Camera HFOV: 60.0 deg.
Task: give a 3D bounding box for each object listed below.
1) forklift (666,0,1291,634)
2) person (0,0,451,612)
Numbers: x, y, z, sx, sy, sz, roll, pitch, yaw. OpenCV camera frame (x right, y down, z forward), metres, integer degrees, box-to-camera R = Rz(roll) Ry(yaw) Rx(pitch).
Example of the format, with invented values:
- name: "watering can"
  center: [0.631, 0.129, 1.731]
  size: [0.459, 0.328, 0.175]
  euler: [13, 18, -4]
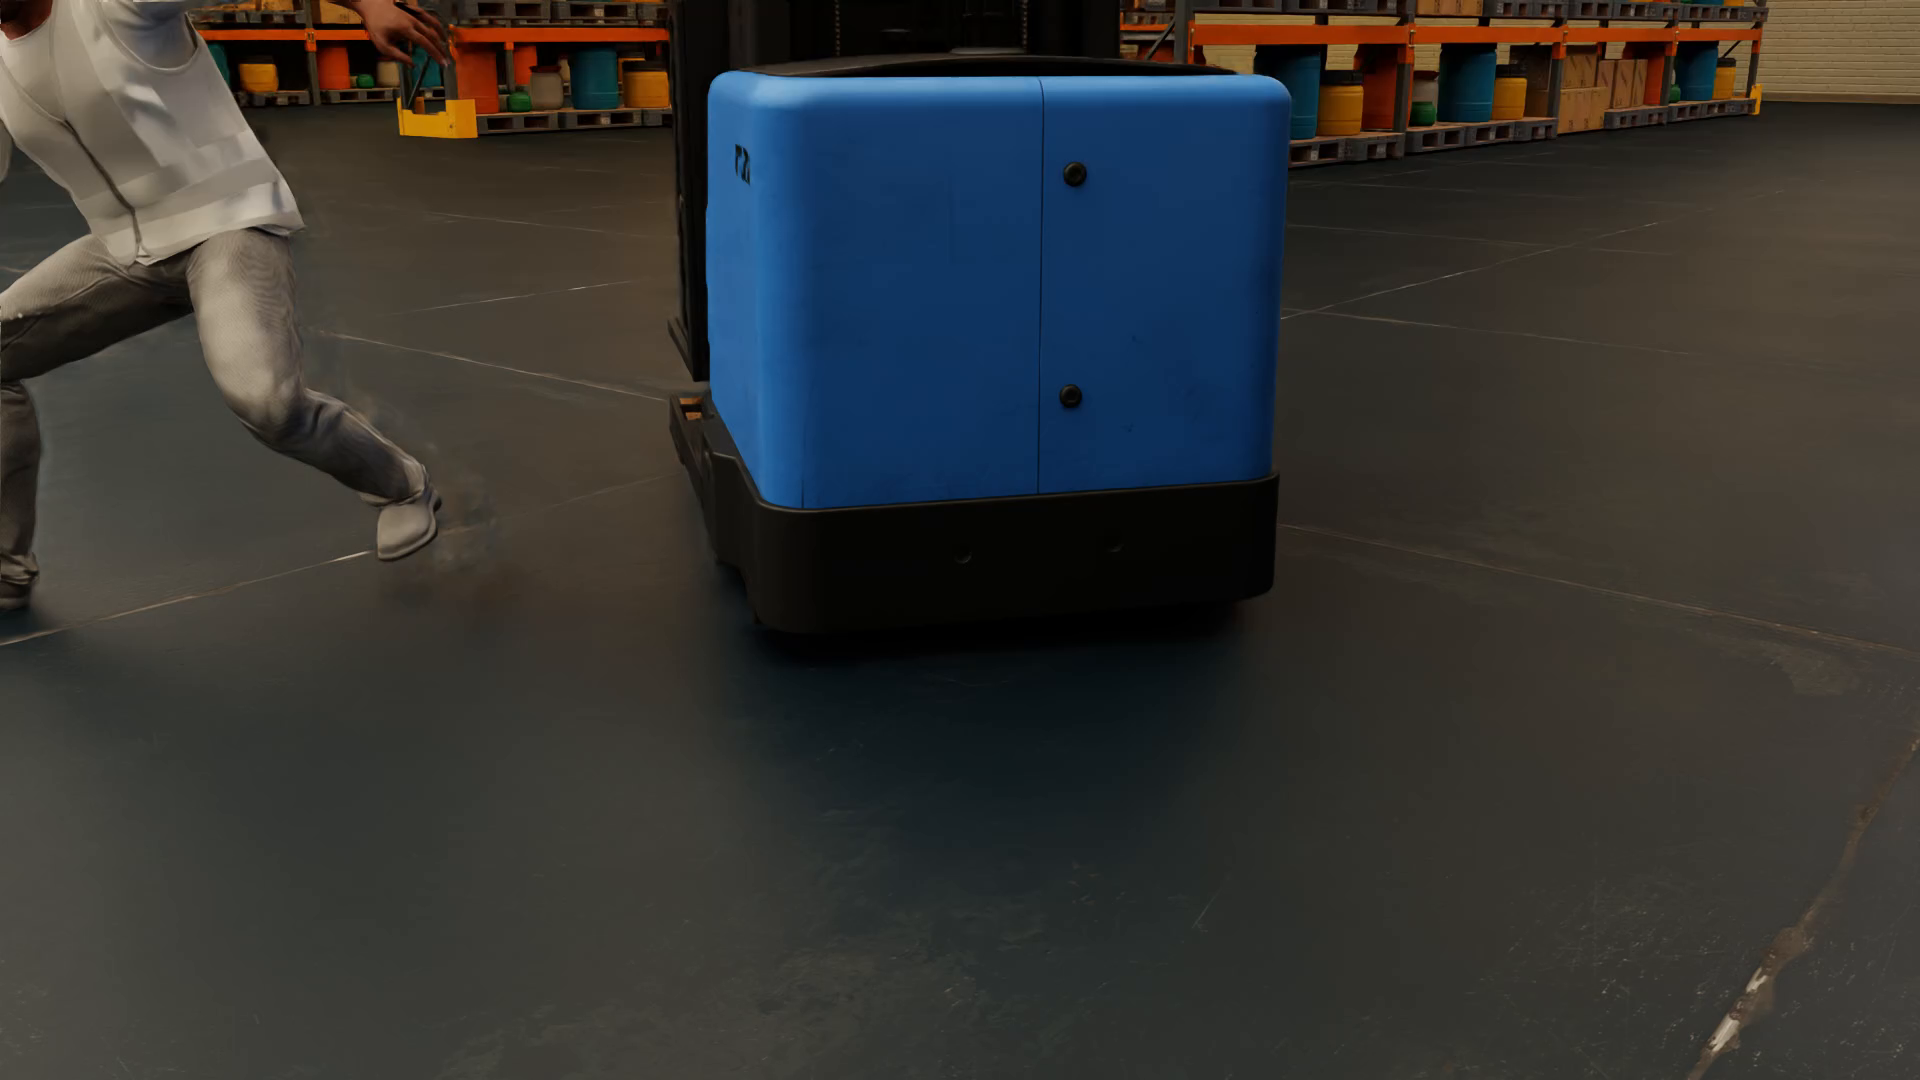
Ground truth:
- name: "forklift"
  center: [-0.213, -1.613, 4.211]
  size: [1.130, 2.935, 3.031]
  euler: [-4, 17, -13]
- name: "person"
  center: [-1.581, -0.577, 3.340]
  size: [1.227, 1.480, 0.726]
  euler: [6, 18, 20]
